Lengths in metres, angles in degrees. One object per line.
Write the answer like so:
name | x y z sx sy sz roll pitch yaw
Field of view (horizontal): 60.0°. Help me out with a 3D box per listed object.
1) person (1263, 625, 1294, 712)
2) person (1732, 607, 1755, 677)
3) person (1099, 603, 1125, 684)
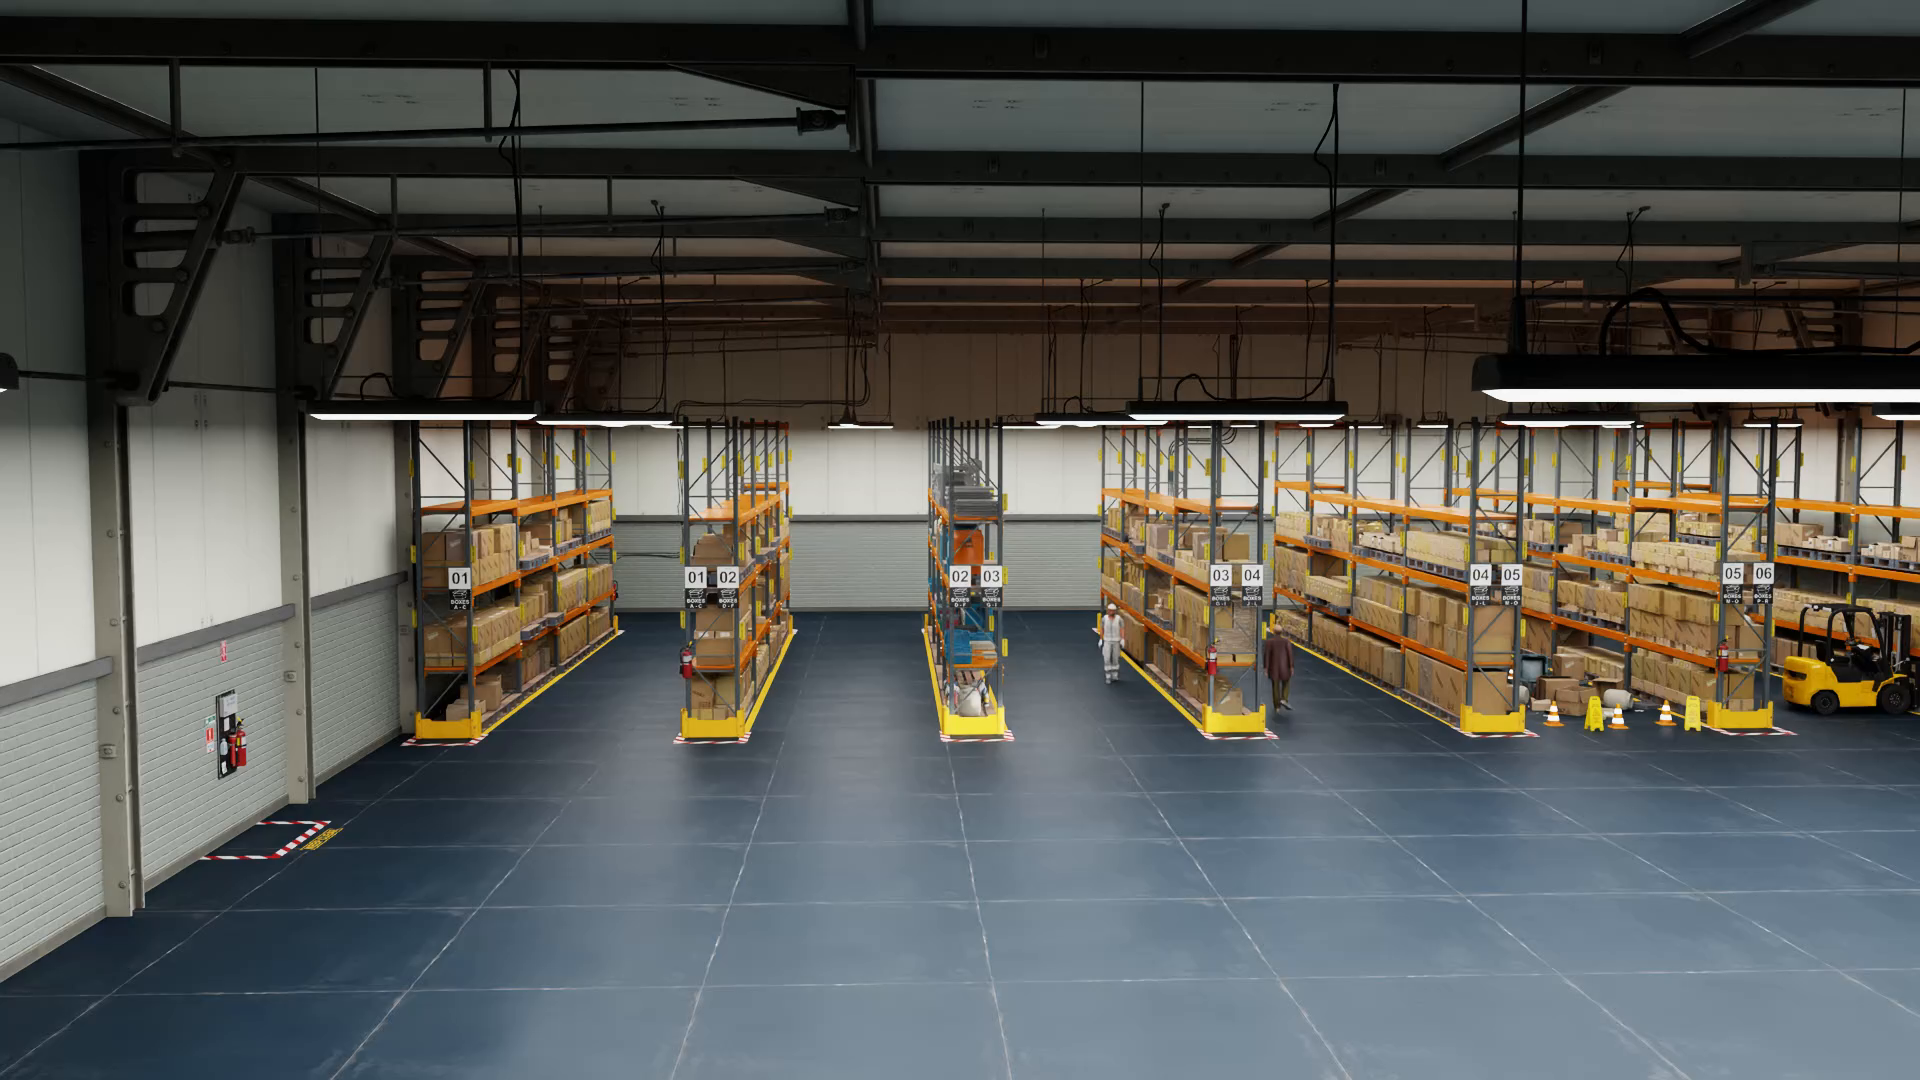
person | 6.496 2.611 33.897 0.618 1.764 0.549 1 4 12
person | 18.283 2.395 38.732 0.505 1.704 0.569 -1 4 -19
person | 3.478 2.361 38.044 0.623 1.825 0.596 1 4 11
